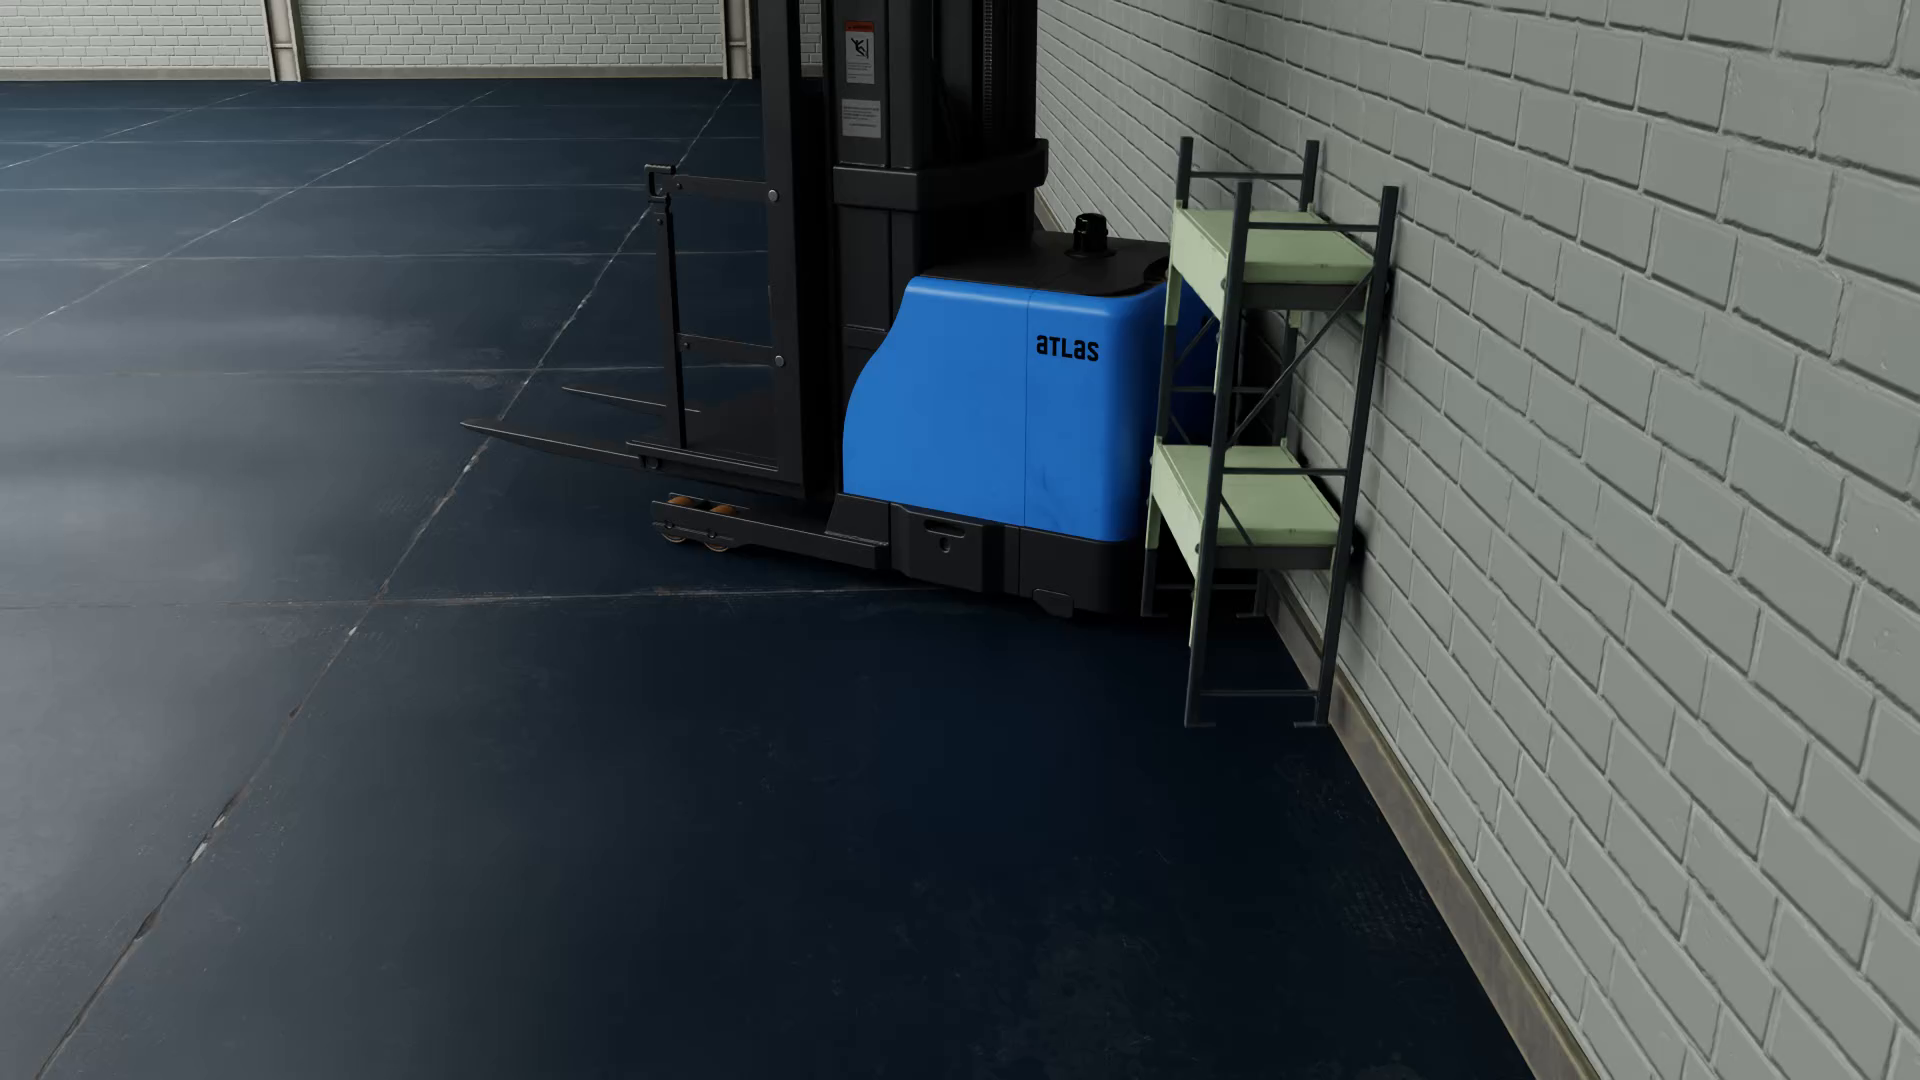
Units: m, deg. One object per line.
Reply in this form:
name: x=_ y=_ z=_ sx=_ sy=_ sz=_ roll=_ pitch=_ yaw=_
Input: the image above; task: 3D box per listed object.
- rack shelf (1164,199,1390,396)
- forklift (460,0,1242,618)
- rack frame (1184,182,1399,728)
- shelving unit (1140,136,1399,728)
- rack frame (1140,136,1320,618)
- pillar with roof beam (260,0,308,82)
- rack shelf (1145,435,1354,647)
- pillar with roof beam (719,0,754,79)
rack shelf: x=0.841 y=-0.675 z=4.547 sx=0.431 sy=0.370 sz=0.720 roll=1 pitch=22 yaw=-4
forklift: x=-0.545 y=-1.477 z=5.882 sx=3.031 sy=2.935 sz=1.130 roll=11 pitch=24 yaw=27
rack frame: x=0.851 y=-0.176 z=4.354 sx=0.400 sy=1.500 sz=0.023 roll=1 pitch=22 yaw=-4
shelving unit: x=0.826 y=-0.313 z=4.693 sx=0.431 sy=1.500 sz=0.755 roll=1 pitch=22 yaw=-4
rack frame: x=0.802 y=-0.451 z=5.031 sx=0.400 sy=1.500 sz=0.023 roll=1 pitch=22 yaw=-4
pillar with roof beam: x=-8.760 y=-8.856 z=16.735 sx=0.400 sy=9.000 sz=9.100 roll=-1 pitch=21 yaw=-3
rack shelf: x=0.814 y=-0.011 z=4.814 sx=0.431 sy=0.370 sz=0.720 roll=1 pitch=22 yaw=-4
pillar with roof beam: x=-2.770 y=-8.978 z=17.055 sx=0.400 sy=9.000 sz=9.100 roll=-1 pitch=21 yaw=-3
